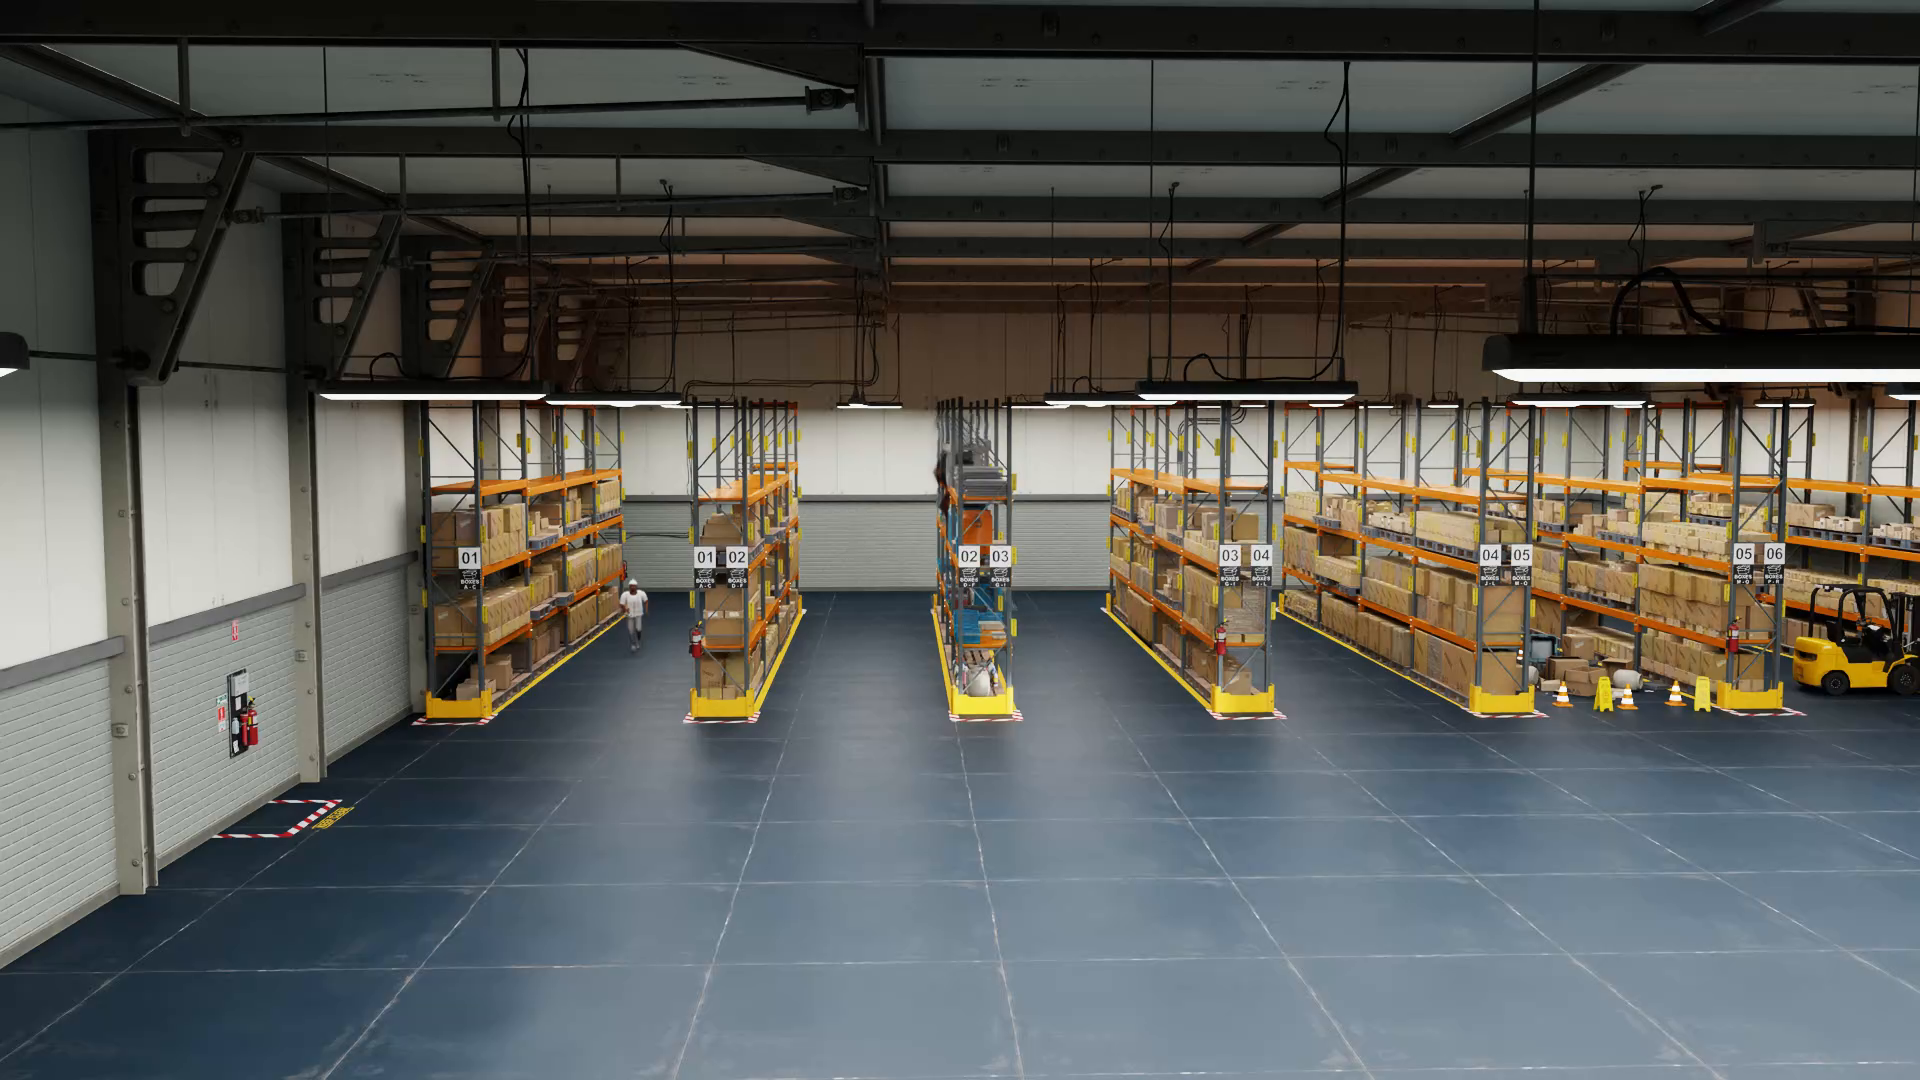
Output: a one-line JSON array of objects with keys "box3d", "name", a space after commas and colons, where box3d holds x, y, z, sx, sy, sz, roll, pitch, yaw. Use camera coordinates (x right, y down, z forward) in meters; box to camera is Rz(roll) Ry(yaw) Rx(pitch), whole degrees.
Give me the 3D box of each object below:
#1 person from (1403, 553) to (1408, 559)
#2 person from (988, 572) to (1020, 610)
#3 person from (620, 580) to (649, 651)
[{"box3d": [13.225, 1.036, 49.807, 0.747, 1.754, 0.579, -2, 5, -19], "name": "person"}, {"box3d": [1.276, 1.136, 47.975, 0.911, 1.752, 0.701, 2, 5, 23], "name": "person"}, {"box3d": [-7.740, 1.797, 39.545, 0.682, 1.715, 0.699, -1, 5, -12], "name": "person"}]
